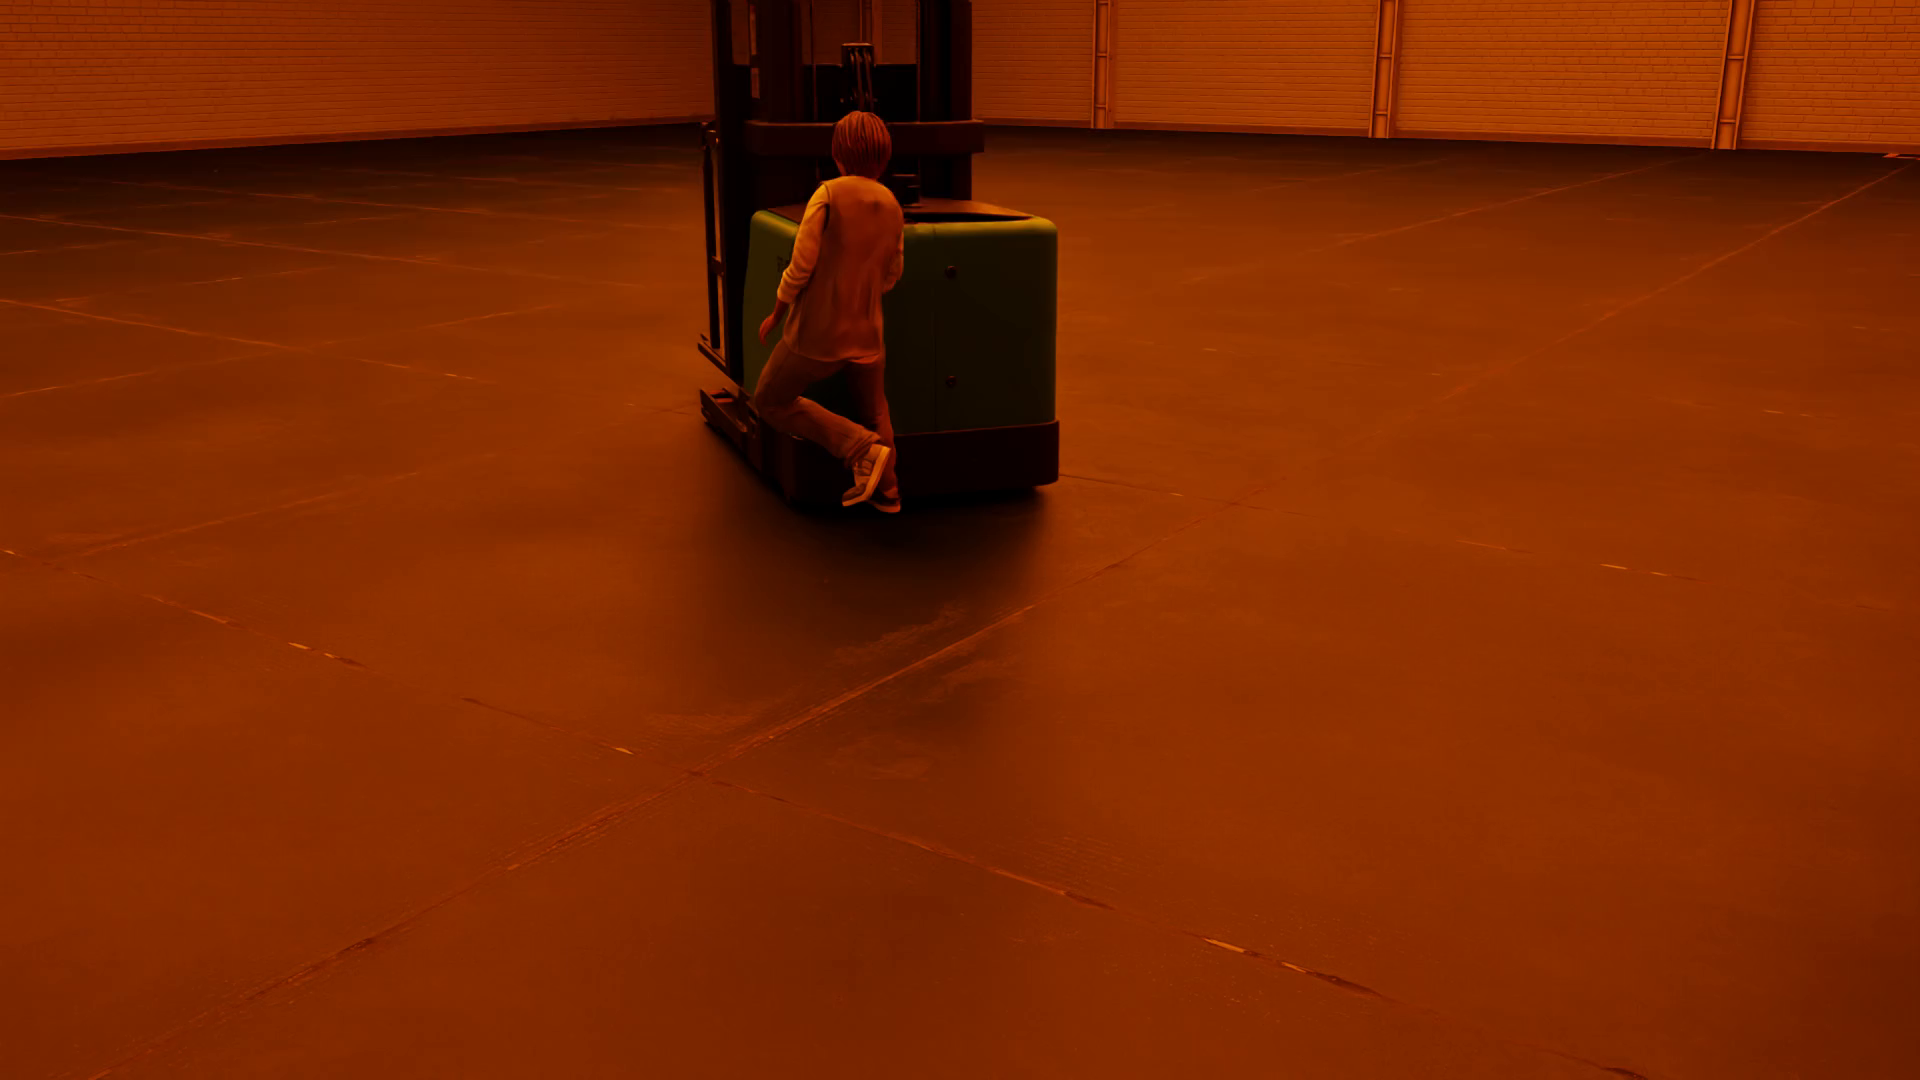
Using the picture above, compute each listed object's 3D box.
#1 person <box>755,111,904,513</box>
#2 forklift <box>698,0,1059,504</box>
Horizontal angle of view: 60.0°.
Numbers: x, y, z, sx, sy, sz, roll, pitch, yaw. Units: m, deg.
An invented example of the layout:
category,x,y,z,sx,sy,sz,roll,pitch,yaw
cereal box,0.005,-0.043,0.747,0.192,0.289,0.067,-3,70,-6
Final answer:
category,x,y,z,sx,sy,sz,roll,pitch,yaw
person,-0.431,-0.756,5.870,0.639,1.479,0.604,-12,20,-35
forklift,-0.571,-1.918,7.245,1.130,2.935,3.031,-6,18,-18
